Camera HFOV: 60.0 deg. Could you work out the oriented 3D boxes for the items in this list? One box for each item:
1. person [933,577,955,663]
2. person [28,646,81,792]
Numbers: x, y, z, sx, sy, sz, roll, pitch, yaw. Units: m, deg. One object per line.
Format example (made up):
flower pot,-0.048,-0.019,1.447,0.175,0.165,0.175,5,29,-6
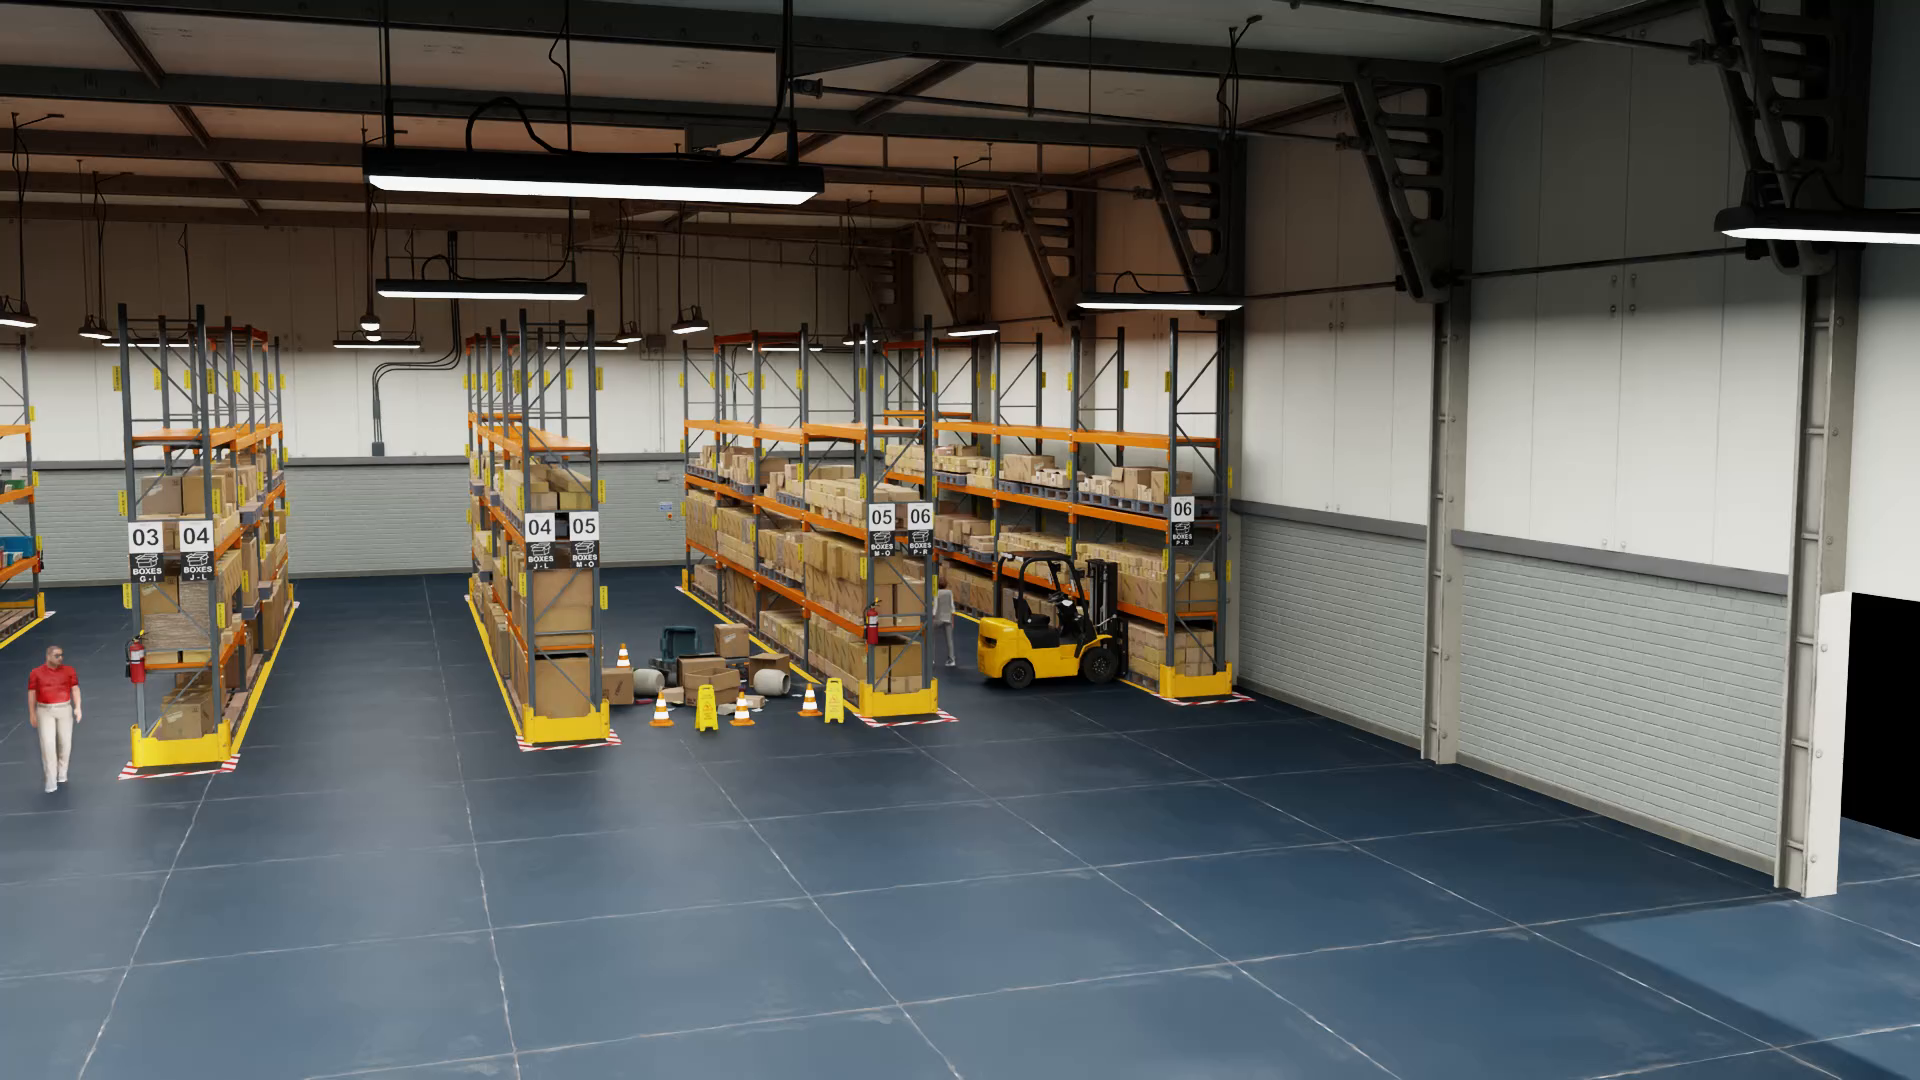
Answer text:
person,-0.297,1.399,29.346,0.471,1.495,0.689,-2,6,-21
person,-11.200,2.203,20.673,0.561,1.739,0.768,-5,7,-41
